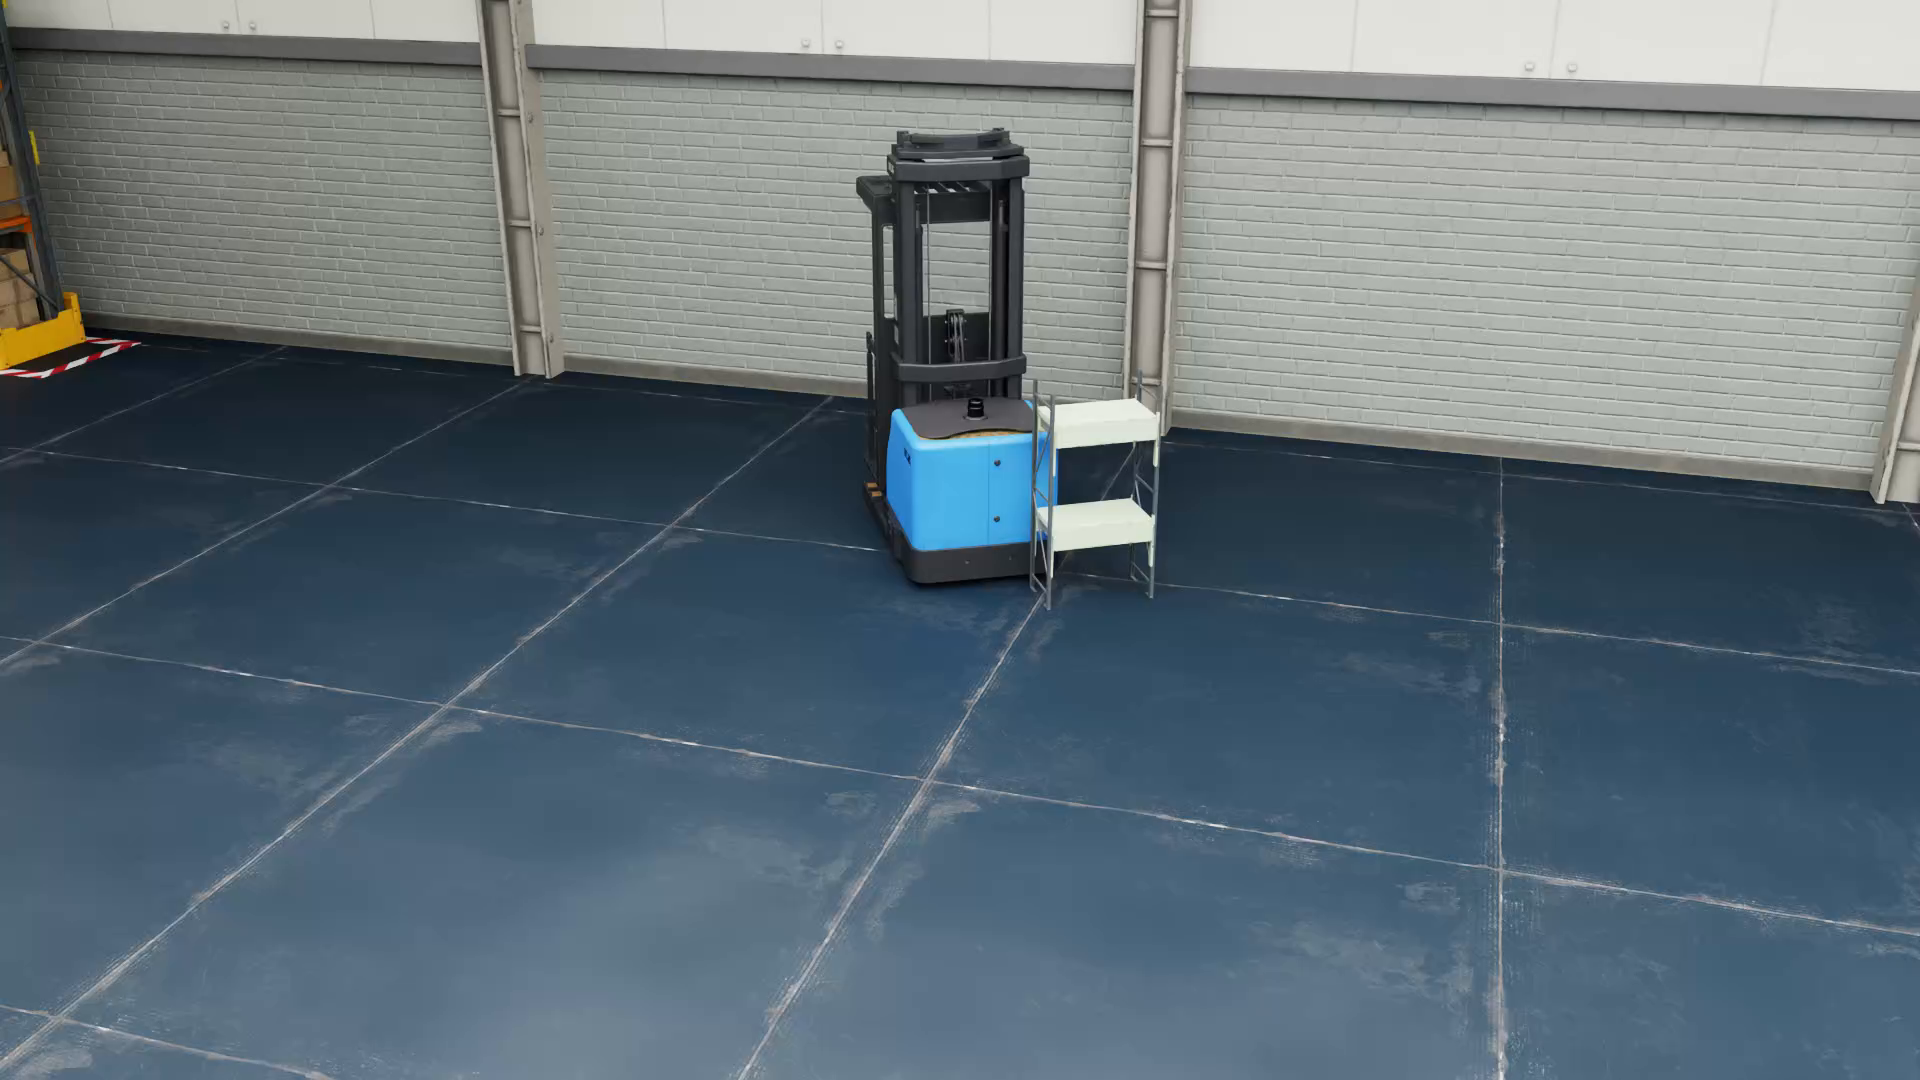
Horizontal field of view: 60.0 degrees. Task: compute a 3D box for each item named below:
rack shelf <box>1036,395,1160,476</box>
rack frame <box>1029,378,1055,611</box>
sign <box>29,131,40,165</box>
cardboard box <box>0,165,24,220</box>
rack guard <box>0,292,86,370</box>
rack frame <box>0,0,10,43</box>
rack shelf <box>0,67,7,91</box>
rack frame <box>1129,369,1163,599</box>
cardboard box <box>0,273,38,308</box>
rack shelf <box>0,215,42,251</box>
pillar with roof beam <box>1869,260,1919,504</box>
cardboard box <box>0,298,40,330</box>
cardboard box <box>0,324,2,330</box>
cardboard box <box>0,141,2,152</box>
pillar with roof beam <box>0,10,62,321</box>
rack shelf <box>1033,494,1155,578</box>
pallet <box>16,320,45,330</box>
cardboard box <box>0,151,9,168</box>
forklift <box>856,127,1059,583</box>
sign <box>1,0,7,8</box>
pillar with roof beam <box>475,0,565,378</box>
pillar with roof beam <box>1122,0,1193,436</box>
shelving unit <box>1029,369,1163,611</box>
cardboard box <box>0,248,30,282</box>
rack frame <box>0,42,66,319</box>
[{"bbox_3d":[0.896,-0.694,10.958,0.720,0.370,0.431,-6,23,-14],"label":"rack shelf"},{"bbox_3d":[0.543,-0.296,11.016,0.023,1.500,0.400,-6,23,-14],"label":"rack frame"},{"bbox_3d":[-9.276,-3.919,16.627,0.005,0.325,0.100,7,23,16],"label":"sign"},{"bbox_3d":[-9.836,-3.483,16.676,0.500,0.500,0.500,7,23,17],"label":"cardboard box"},{"bbox_3d":[-9.419,-2.122,16.785,0.348,0.500,1.175,7,23,16],"label":"rack guard"},{"bbox_3d":[-9.442,-6.057,15.178,0.127,3.000,1.000,7,23,16],"label":"rack frame"},{"bbox_3d":[-11.357,-4.555,16.418,4.000,0.370,1.077,7,23,16],"label":"rack shelf"},{"bbox_3d":[1.248,-0.370,11.196,0.023,1.500,0.400,-6,23,-14],"label":"rack frame"},{"bbox_3d":[-9.832,-2.562,16.973,0.500,0.250,0.500,7,23,16],"label":"cardboard box"},{"bbox_3d":[-11.357,-3.168,16.988,4.000,0.370,1.077,7,23,16],"label":"rack shelf"},{"bbox_3d":[6.141,-2.923,7.539,0.400,9.000,9.100,7,23,16],"label":"pillar with roof beam"},{"bbox_3d":[-9.855,-2.328,17.063,0.500,0.250,0.500,7,23,16],"label":"cardboard box"},{"bbox_3d":[-9.983,-2.140,16.604,0.500,0.250,0.500,7,23,16],"label":"cardboard box"},{"bbox_3d":[-9.702,-3.880,16.397,0.250,0.149,0.380,6,23,14],"label":"cardboard box"},{"bbox_3d":[-11.092,-4.896,12.349,0.400,9.000,9.100,7,23,16],"label":"pillar with roof beam"},{"bbox_3d":[0.896,-0.031,11.229,0.720,0.370,0.431,-6,23,-14],"label":"rack shelf"},{"bbox_3d":[-10.186,-2.060,17.013,1.213,0.211,1.003,7,23,16],"label":"pallet"},{"bbox_3d":[-9.692,-3.759,16.495,0.250,0.149,0.380,6,23,14],"label":"cardboard box"},{"bbox_3d":[-0.139,-1.589,12.282,1.130,2.935,3.031,-5,23,-12],"label":"forklift"},{"bbox_3d":[-9.276,-5.311,16.056,0.005,0.325,0.100,7,23,16],"label":"sign"},{"bbox_3d":[-5.347,-4.239,10.746,0.400,9.000,9.100,7,23,16],"label":"pillar with roof beam"},{"bbox_3d":[0.397,-3.581,9.142,0.400,9.000,9.100,7,23,16],"label":"pillar with roof beam"},{"bbox_3d":[0.896,-0.333,11.106,0.755,1.500,0.431,-6,23,-14],"label":"shelving unit"},{"bbox_3d":[-9.847,-2.787,16.865,0.500,0.250,0.500,6,23,15],"label":"cardboard box"},{"bbox_3d":[-9.442,-3.281,16.317,0.127,3.000,1.000,7,23,16],"label":"rack frame"}]
